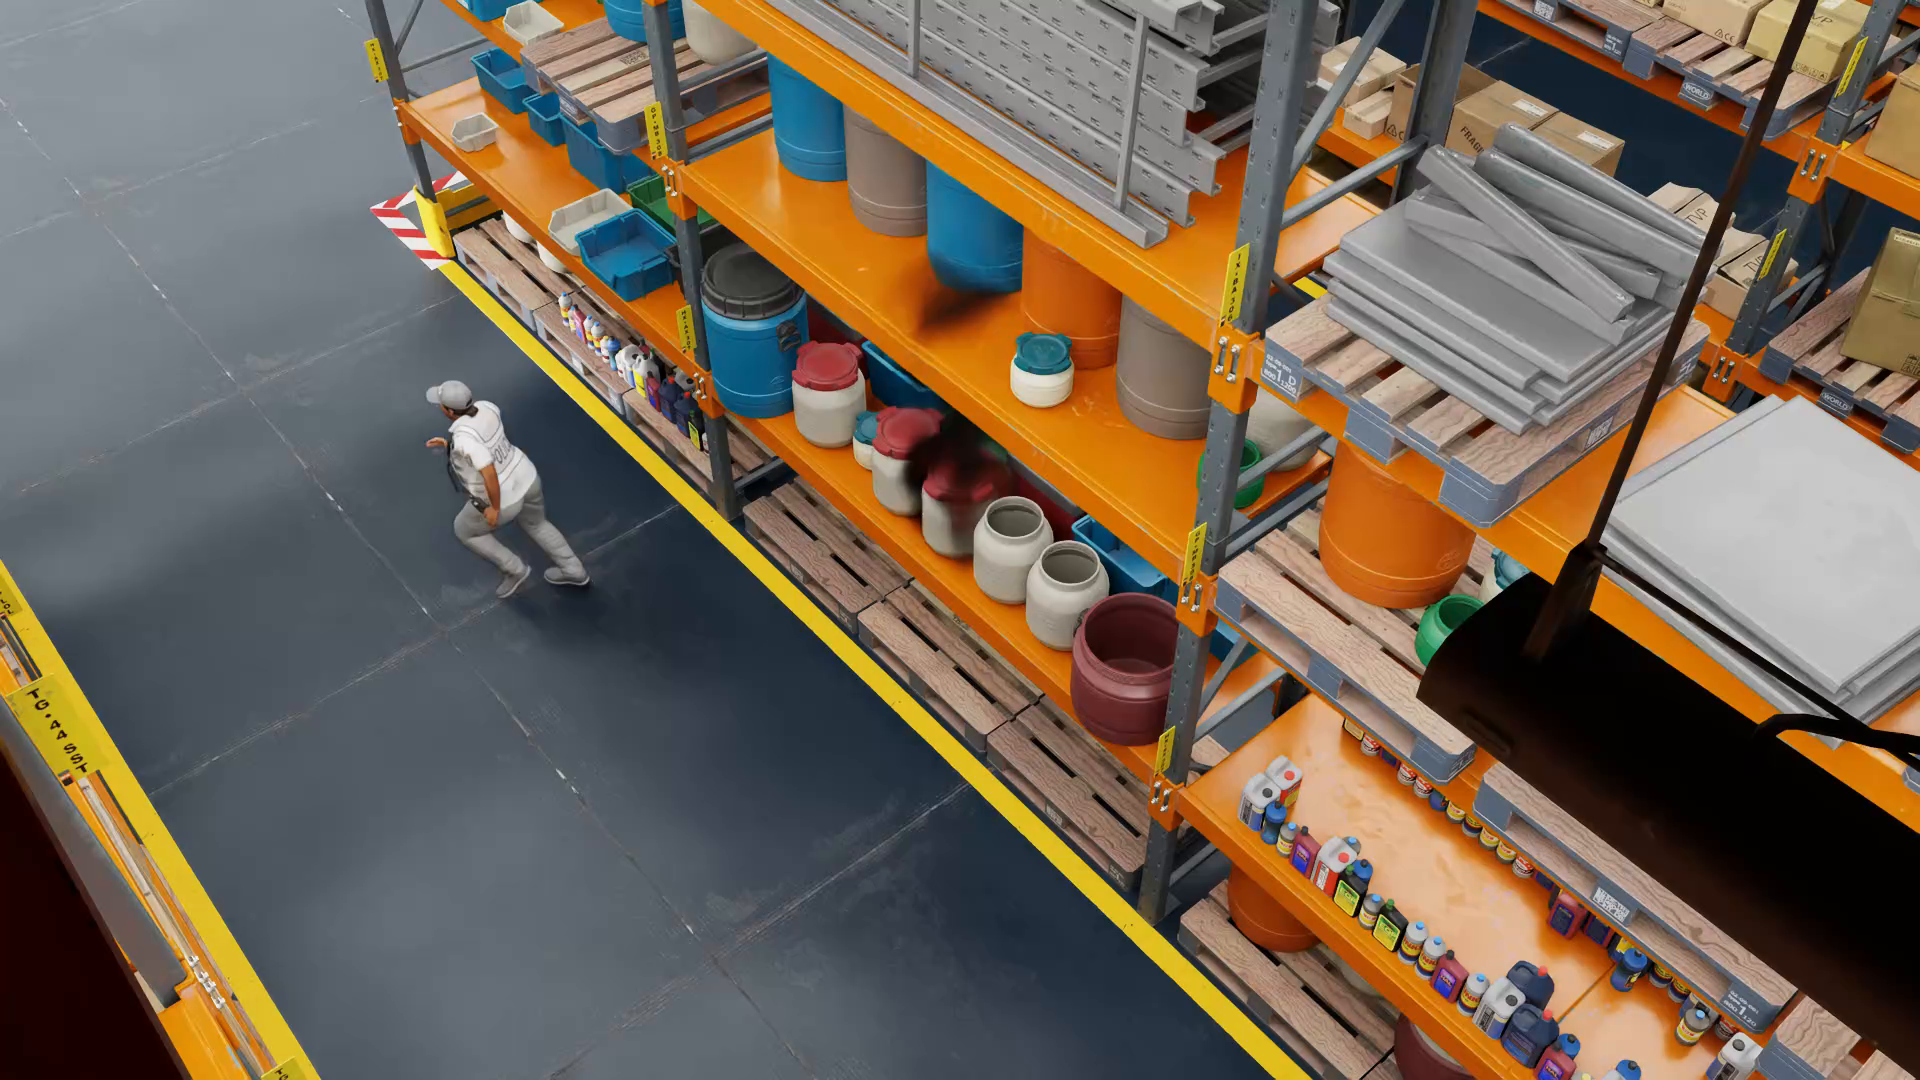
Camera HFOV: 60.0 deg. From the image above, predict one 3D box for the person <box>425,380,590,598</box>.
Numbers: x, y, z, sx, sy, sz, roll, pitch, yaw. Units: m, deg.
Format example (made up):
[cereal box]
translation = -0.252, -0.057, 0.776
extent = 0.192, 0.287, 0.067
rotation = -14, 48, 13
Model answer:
[person]
translation = -2.831, -0.305, 10.181
extent = 0.905, 1.578, 0.605
rotation = 13, 48, 12
